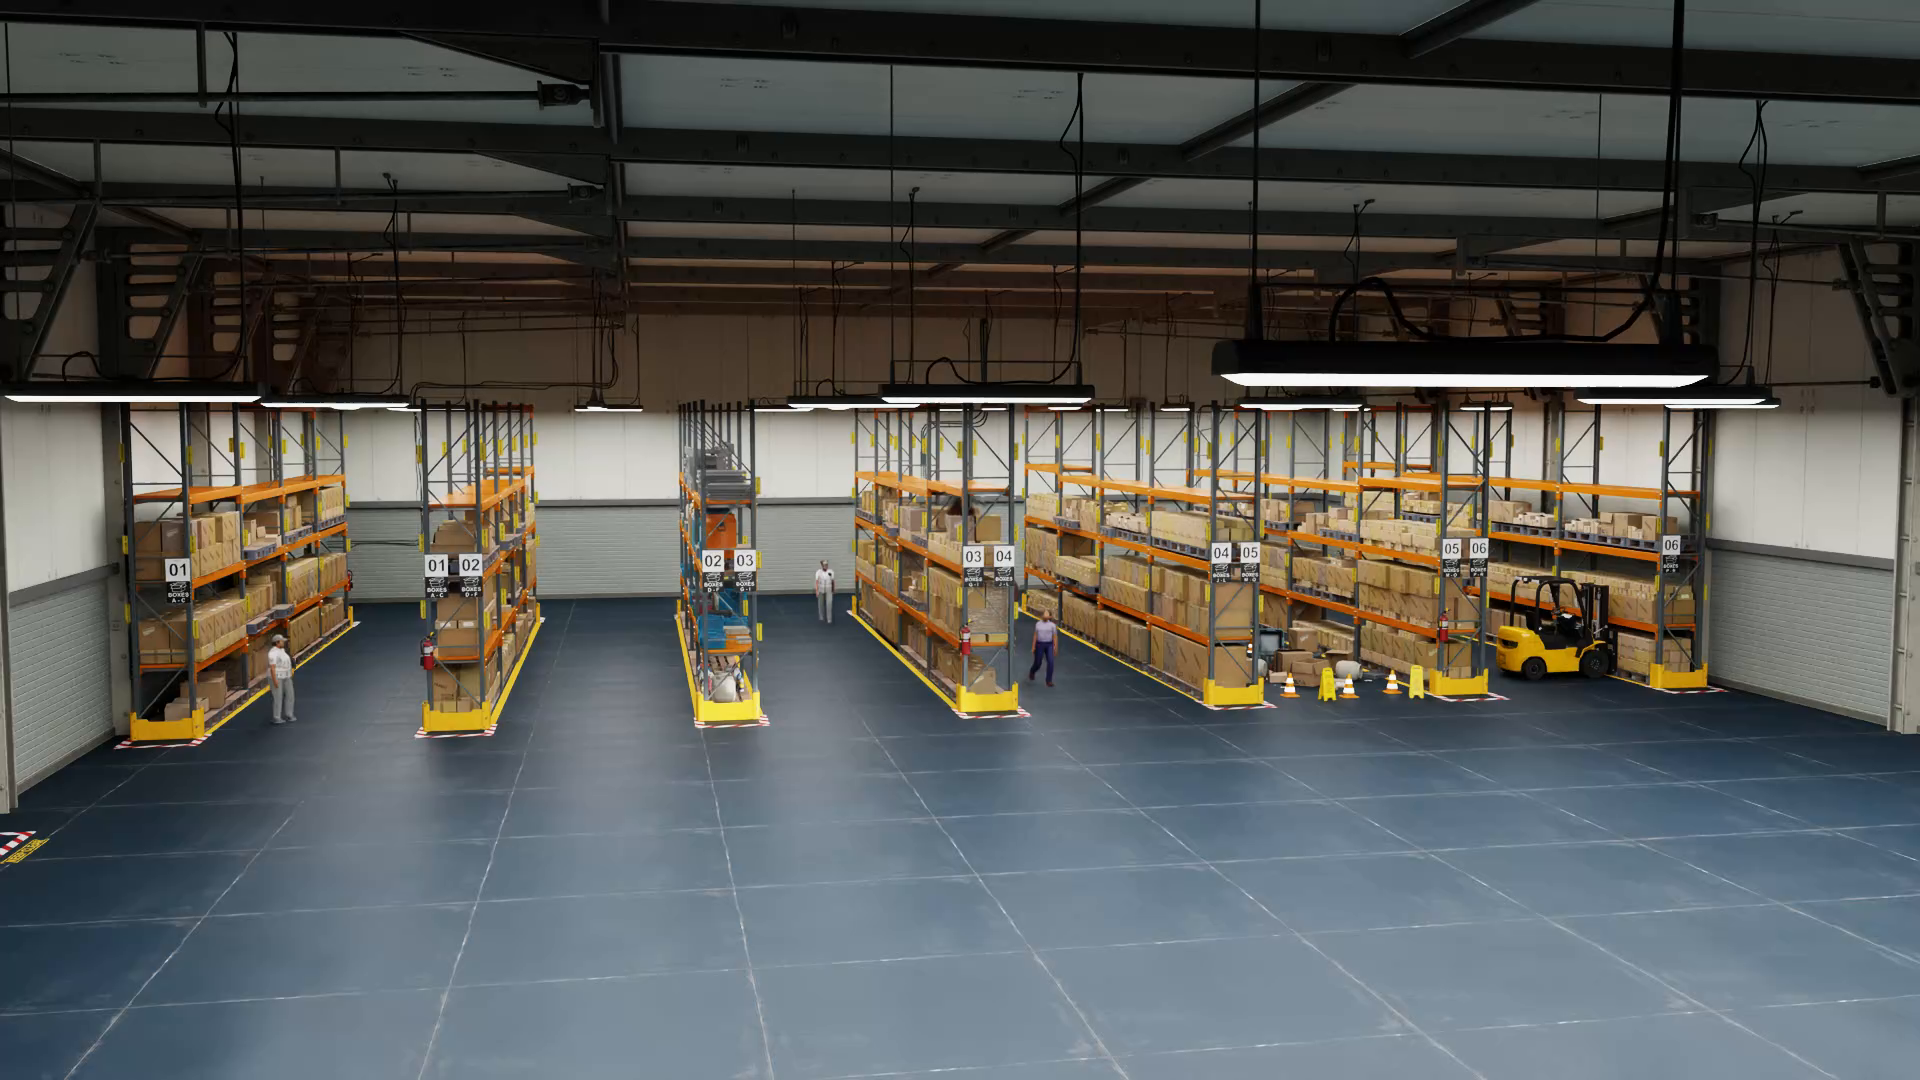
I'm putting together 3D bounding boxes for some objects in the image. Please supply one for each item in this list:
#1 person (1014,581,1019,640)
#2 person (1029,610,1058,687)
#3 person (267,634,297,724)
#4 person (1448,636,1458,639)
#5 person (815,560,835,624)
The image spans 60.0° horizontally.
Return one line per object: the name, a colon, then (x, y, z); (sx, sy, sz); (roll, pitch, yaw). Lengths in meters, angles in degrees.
person: (1.217, 1.637, 42.323); (0.624, 1.723, 1.068); (0, 4, -6)
person: (1.758, 2.273, 35.105); (0.554, 1.586, 0.674); (-1, 4, -16)
person: (-12.648, 2.574, 30.933); (0.413, 1.658, 0.557); (2, 5, 24)
person: (11.367, 1.946, 38.311); (0.426, 1.800, 0.603); (2, 5, 23)
person: (-3.703, 1.395, 45.676); (0.572, 1.712, 1.039); (-1, 4, -9)
